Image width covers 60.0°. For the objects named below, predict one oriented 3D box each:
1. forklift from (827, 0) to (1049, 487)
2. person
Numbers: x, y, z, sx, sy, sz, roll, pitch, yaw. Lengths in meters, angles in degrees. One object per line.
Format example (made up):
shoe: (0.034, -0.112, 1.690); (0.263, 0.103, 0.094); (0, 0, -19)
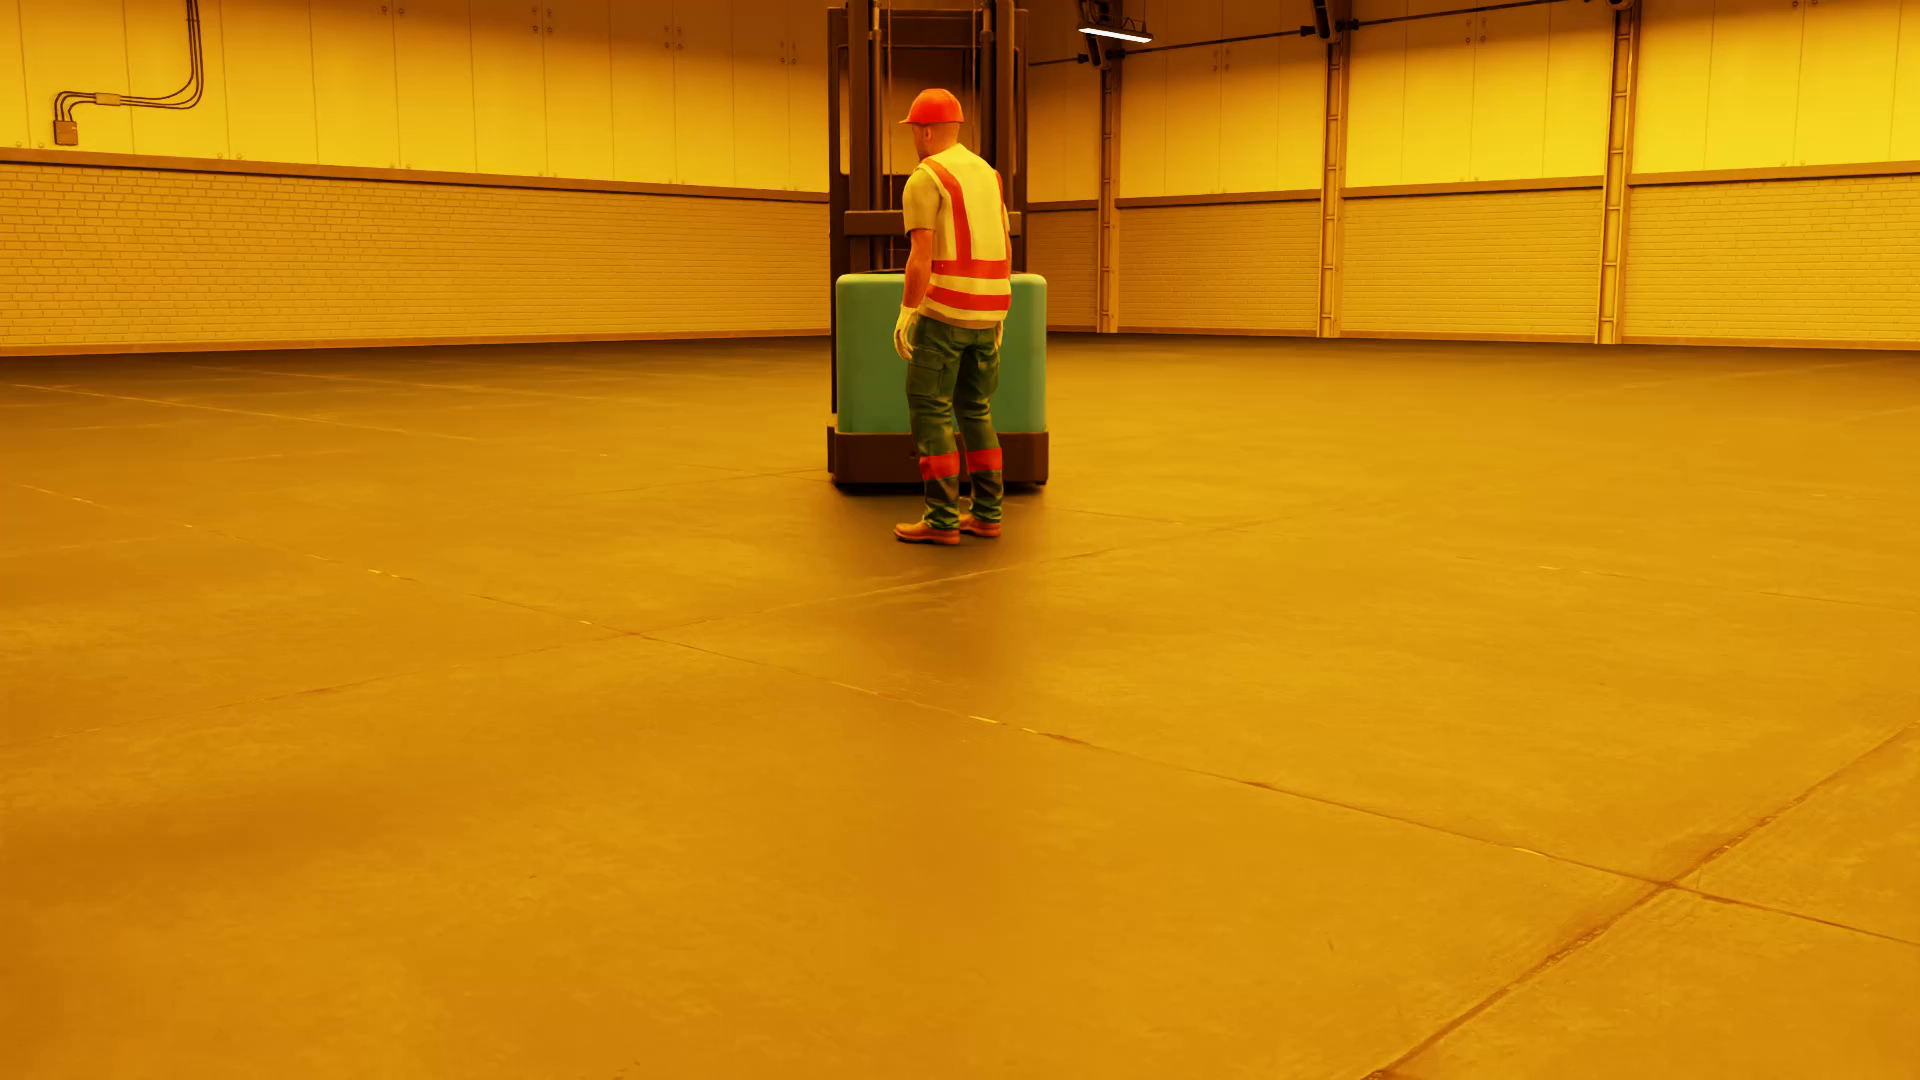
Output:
forklift: (-0.194, -1.882, 9.376); (1.130, 2.935, 3.031); (-1, 9, -4)
person: (-0.038, -0.881, 6.610); (0.450, 1.778, 0.608); (8, 11, 41)
